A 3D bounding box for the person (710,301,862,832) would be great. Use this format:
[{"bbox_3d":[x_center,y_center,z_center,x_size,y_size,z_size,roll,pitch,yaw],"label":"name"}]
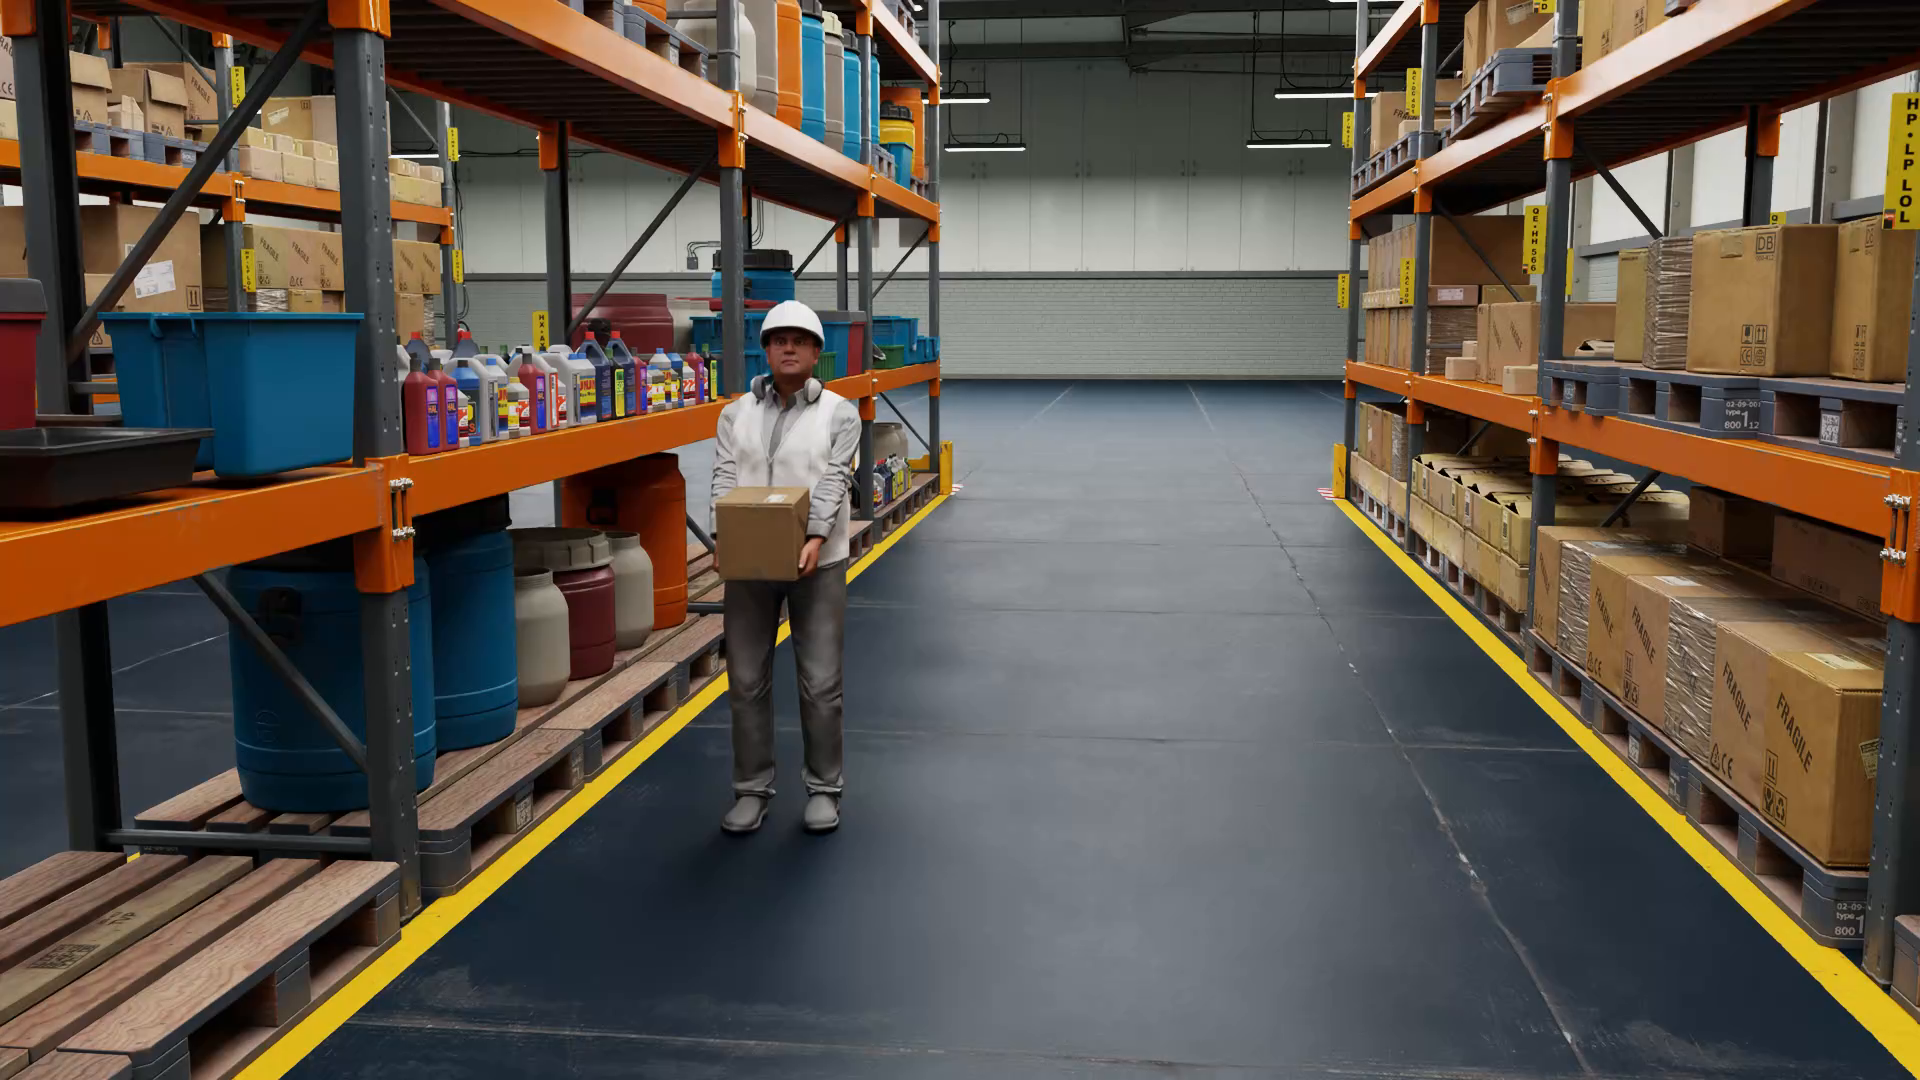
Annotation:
[{"bbox_3d":[-0.586,0.093,5.527,0.494,1.762,0.556,1,8,6],"label":"person"}]
